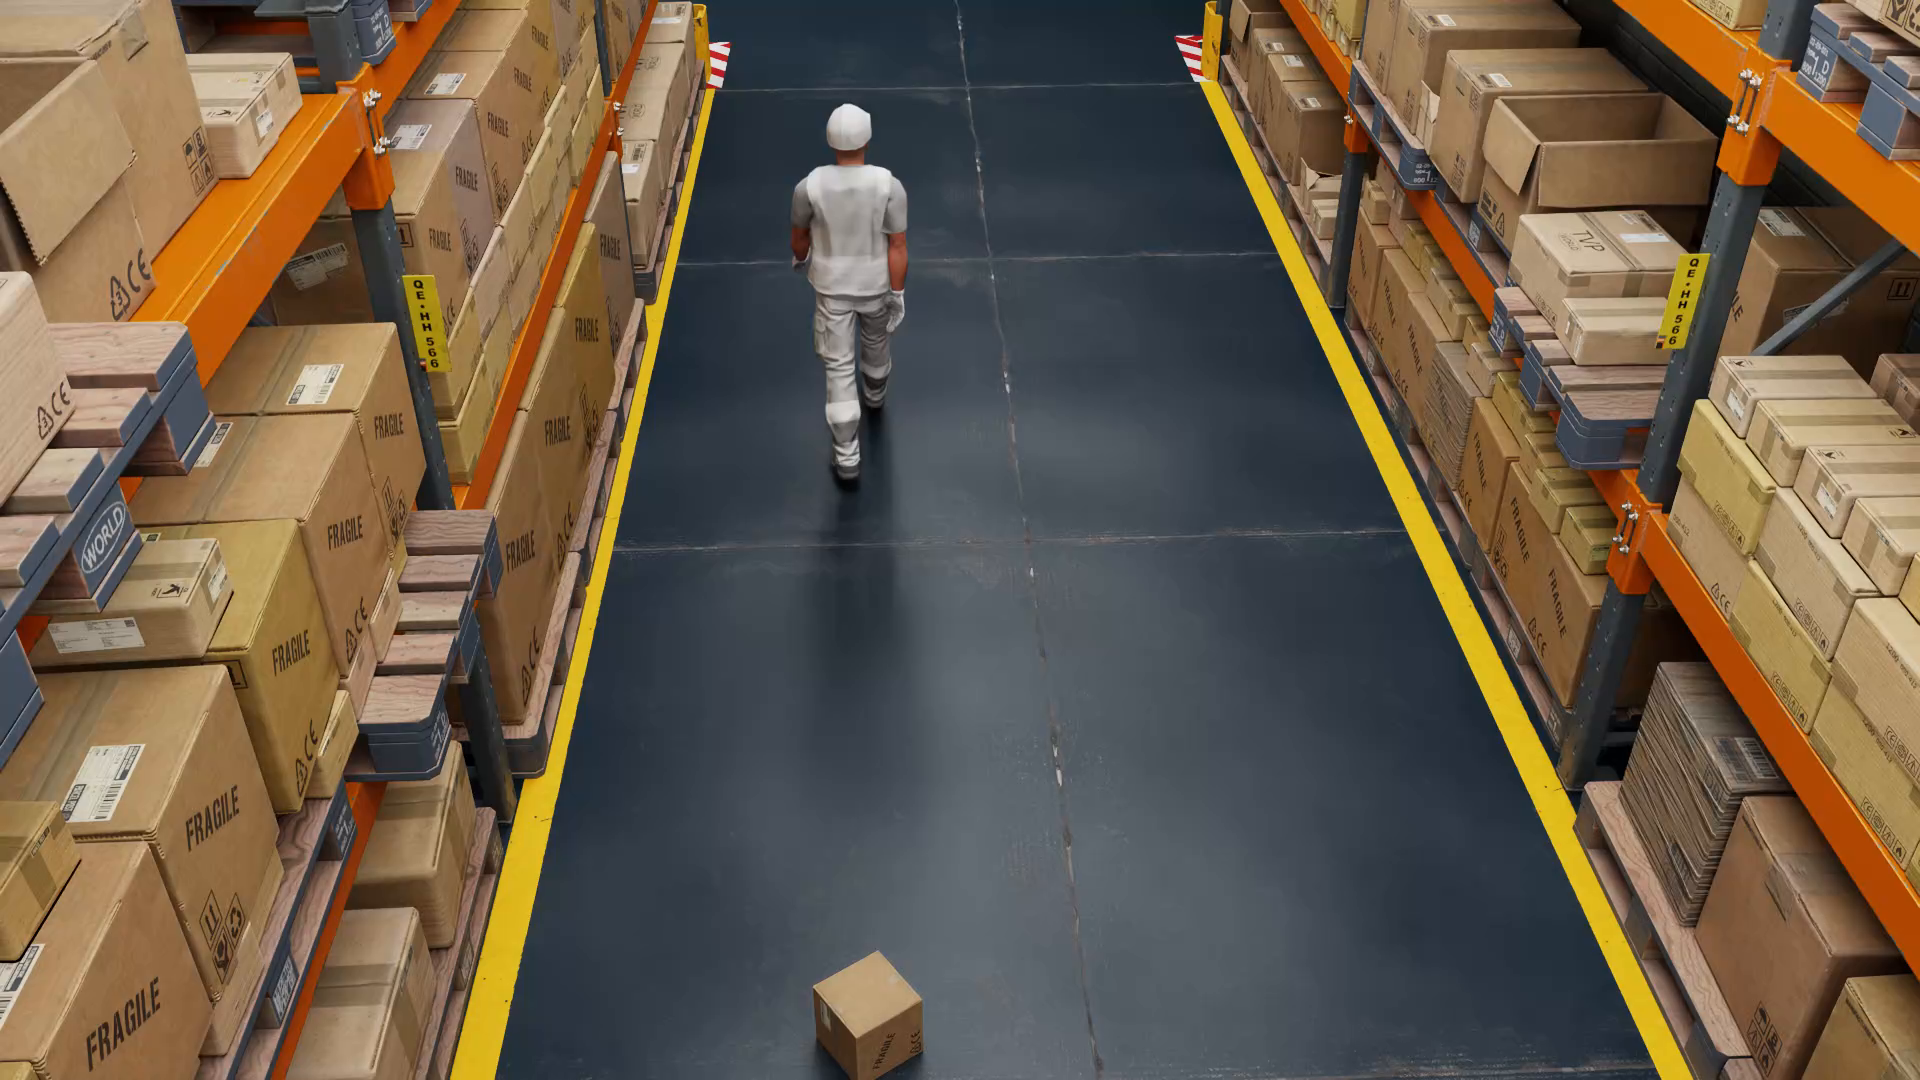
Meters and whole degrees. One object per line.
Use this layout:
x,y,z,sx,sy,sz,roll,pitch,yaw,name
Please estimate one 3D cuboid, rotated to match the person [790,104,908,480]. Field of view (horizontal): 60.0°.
-0.524,-1.257,7.916,0.546,1.739,1.039,-4,35,-5,person
